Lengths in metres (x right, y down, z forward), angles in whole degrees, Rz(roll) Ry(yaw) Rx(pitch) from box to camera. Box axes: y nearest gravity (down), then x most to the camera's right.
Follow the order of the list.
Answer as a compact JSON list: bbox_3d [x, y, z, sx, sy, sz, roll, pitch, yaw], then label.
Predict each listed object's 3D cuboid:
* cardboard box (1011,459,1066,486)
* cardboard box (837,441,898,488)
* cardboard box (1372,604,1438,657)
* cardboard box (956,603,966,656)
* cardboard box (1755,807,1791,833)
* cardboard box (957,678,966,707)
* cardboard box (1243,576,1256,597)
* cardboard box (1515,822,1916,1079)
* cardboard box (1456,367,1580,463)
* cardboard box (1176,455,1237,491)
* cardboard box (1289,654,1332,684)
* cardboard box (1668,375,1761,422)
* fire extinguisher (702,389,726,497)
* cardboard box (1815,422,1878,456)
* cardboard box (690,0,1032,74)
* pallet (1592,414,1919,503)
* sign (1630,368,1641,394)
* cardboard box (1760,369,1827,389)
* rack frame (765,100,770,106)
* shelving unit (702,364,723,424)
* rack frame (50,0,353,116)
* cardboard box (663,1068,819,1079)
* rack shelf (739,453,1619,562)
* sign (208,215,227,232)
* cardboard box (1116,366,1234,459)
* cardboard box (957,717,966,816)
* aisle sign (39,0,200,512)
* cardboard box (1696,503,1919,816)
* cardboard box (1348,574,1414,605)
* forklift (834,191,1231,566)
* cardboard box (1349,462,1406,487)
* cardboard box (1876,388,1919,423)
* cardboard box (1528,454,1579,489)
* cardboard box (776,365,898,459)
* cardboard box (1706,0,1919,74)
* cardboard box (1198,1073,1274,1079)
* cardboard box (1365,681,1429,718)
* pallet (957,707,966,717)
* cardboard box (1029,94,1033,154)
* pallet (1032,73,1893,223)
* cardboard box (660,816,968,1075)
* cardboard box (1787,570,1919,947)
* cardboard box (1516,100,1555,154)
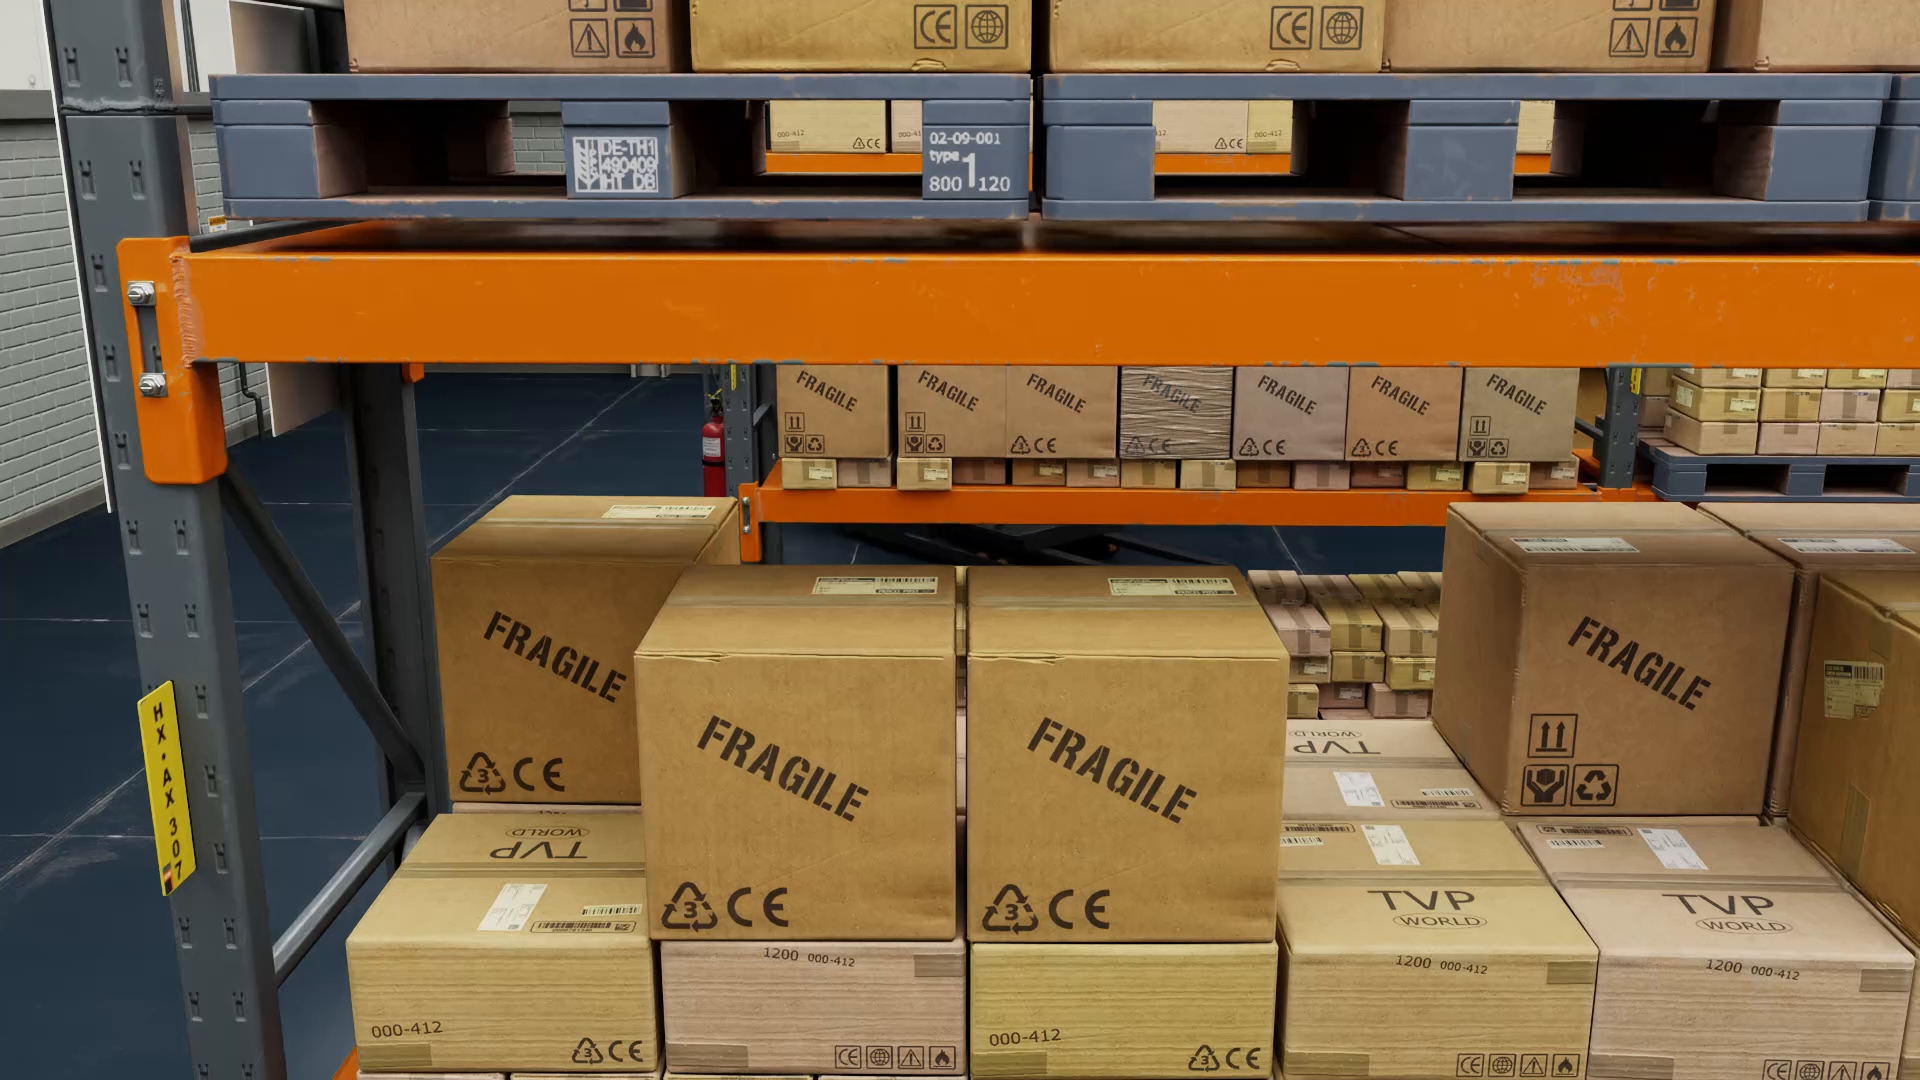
[{"bbox_3d":[0.370,-0.368,7.849,0.250,0.149,0.380,0,15,1],"label":"cardboard box"},{"bbox_3d":[-0.431,-0.359,7.812,0.250,0.149,0.380,1,15,3],"label":"cardboard box"},{"bbox_3d":[2.129,0.430,7.931,0.250,0.149,0.380,0,15,1],"label":"cardboard box"},{"bbox_3d":[0.040,0.426,7.943,0.250,0.149,0.380,0,15,1],"label":"cardboard box"},{"bbox_3d":[1.809,0.588,3.443,0.500,0.250,0.500,0,15,1],"label":"cardboard box"},{"bbox_3d":[0.026,0.684,8.132,0.250,0.149,0.380,1,15,2],"label":"cardboard box"},{"bbox_3d":[1.342,0.297,8.434,0.250,0.149,0.380,0,15,-1],"label":"cardboard box"},{"bbox_3d":[1.293,0.720,2.941,0.500,0.250,0.500,1,15,3],"label":"cardboard box"},{"bbox_3d":[2.506,-0.654,7.660,0.500,0.500,0.500,0,15,2],"label":"cardboard box"},{"bbox_3d":[1.141,-0.343,7.754,0.250,0.149,0.380,1,15,3],"label":"cardboard box"},{"bbox_3d":[1.631,0.561,8.017,0.250,0.149,0.380,1,15,3],"label":"cardboard box"},{"bbox_3d":[3.379,-0.636,7.458,0.250,0.149,0.380,1,15,2],"label":"cardboard box"},{"bbox_3d":[-1.242,-0.459,8.581,0.183,0.674,0.296,0,15,1],"label":"fire extinguisher"},{"bbox_3d":[3.906,-0.490,7.485,0.250,0.149,0.380,0,15,2],"label":"cardboard box"},{"bbox_3d":[-0.149,-1.019,2.726,0.500,0.500,0.700,0,15,-1],"label":"cardboard box"},{"bbox_3d":[3.757,-0.396,7.837,1.213,0.211,1.003,0,15,1],"label":"pallet"},{"bbox_3d":[2.991,-0.811,7.337,0.005,0.325,0.100,0,15,1],"label":"sign"},{"bbox_3d":[3.658,-0.780,7.419,0.250,0.149,0.380,1,15,3],"label":"cardboard box"},{"bbox_3d":[-1.002,-3.458,7.305,0.127,3.000,1.000,0,15,1],"label":"rack frame"},{"bbox_3d":[-1.320,-0.921,12.312,1.083,1.500,0.587,1,18,6],"label":"shelving unit"},{"bbox_3d":[-1.230,-2.193,2.514,0.127,3.000,1.000,0,15,1],"label":"rack frame"},{"bbox_3d":[-0.371,0.918,2.972,0.250,0.149,0.380,0,15,0],"label":"cardboard box"},{"bbox_3d":[0.997,-0.196,8.113,4.000,0.370,1.077,0,15,1],"label":"rack shelf"},{"bbox_3d":[-6.623,-2.772,14.848,0.001,0.242,0.339,0,15,1],"label":"sign"},{"bbox_3d":[0.975,-0.671,7.722,0.500,0.500,0.500,0,15,0],"label":"cardboard box"},{"bbox_3d":[-0.231,0.575,3.492,0.500,0.250,0.500,0,15,0],"label":"cardboard box"},{"bbox_3d":[-1.309,-0.474,2.659,0.004,0.787,0.394,0,15,1],"label":"aisle sign"},{"bbox_3d":[1.805,0.226,3.344,0.500,0.500,0.500,0,15,1],"label":"cardboard box"},{"bbox_3d":[2.130,0.296,8.438,0.250,0.149,0.380,0,15,1],"label":"cardboard box"},{"bbox_3d":[0.441,-1.277,10.937,1.130,2.935,3.031,-13,19,-40],"label":"forklift"},{"bbox_3d":[1.923,-0.362,7.823,0.250,0.149,0.380,0,15,0],"label":"cardboard box"},{"bbox_3d":[4.156,-0.632,7.442,0.250,0.149,0.380,0,15,-1],"label":"cardboard box"},{"bbox_3d":[2.705,-0.352,7.785,0.250,0.149,0.380,0,15,1],"label":"cardboard box"},{"bbox_3d":[-0.560,-0.676,7.742,0.500,0.500,0.500,1,15,4],"label":"cardboard box"},{"bbox_3d":[1.448,-1.011,2.697,0.500,0.500,0.700,1,15,4],"label":"cardboard box"},{"bbox_3d":[0.402,0.923,2.954,0.250,0.149,0.380,0,15,1],"label":"cardboard box"},{"bbox_3d":[2.073,0.721,7.994,0.250,0.149,0.380,0,15,0],"label":"cardboard box"},{"bbox_3d":[-0.115,0.806,8.370,1.213,0.211,1.003,0,15,1],"label":"pallet"},{"bbox_3d":[0.482,-1.862,7.432,0.500,0.250,0.500,0,15,0],"label":"cardboard box"},{"bbox_3d":[0.735,-0.691,2.872,1.213,0.211,1.003,0,15,1],"label":"pallet"},{"bbox_3d":[-0.237,0.710,2.981,0.500,0.250,0.500,0,15,1],"label":"cardboard box"},{"bbox_3d":[1.802,0.360,2.835,0.500,0.500,0.500,1,15,2],"label":"cardboard box"},{"bbox_3d":[2.499,-1.843,7.360,0.500,0.250,0.500,1,15,3],"label":"cardboard box"}]
